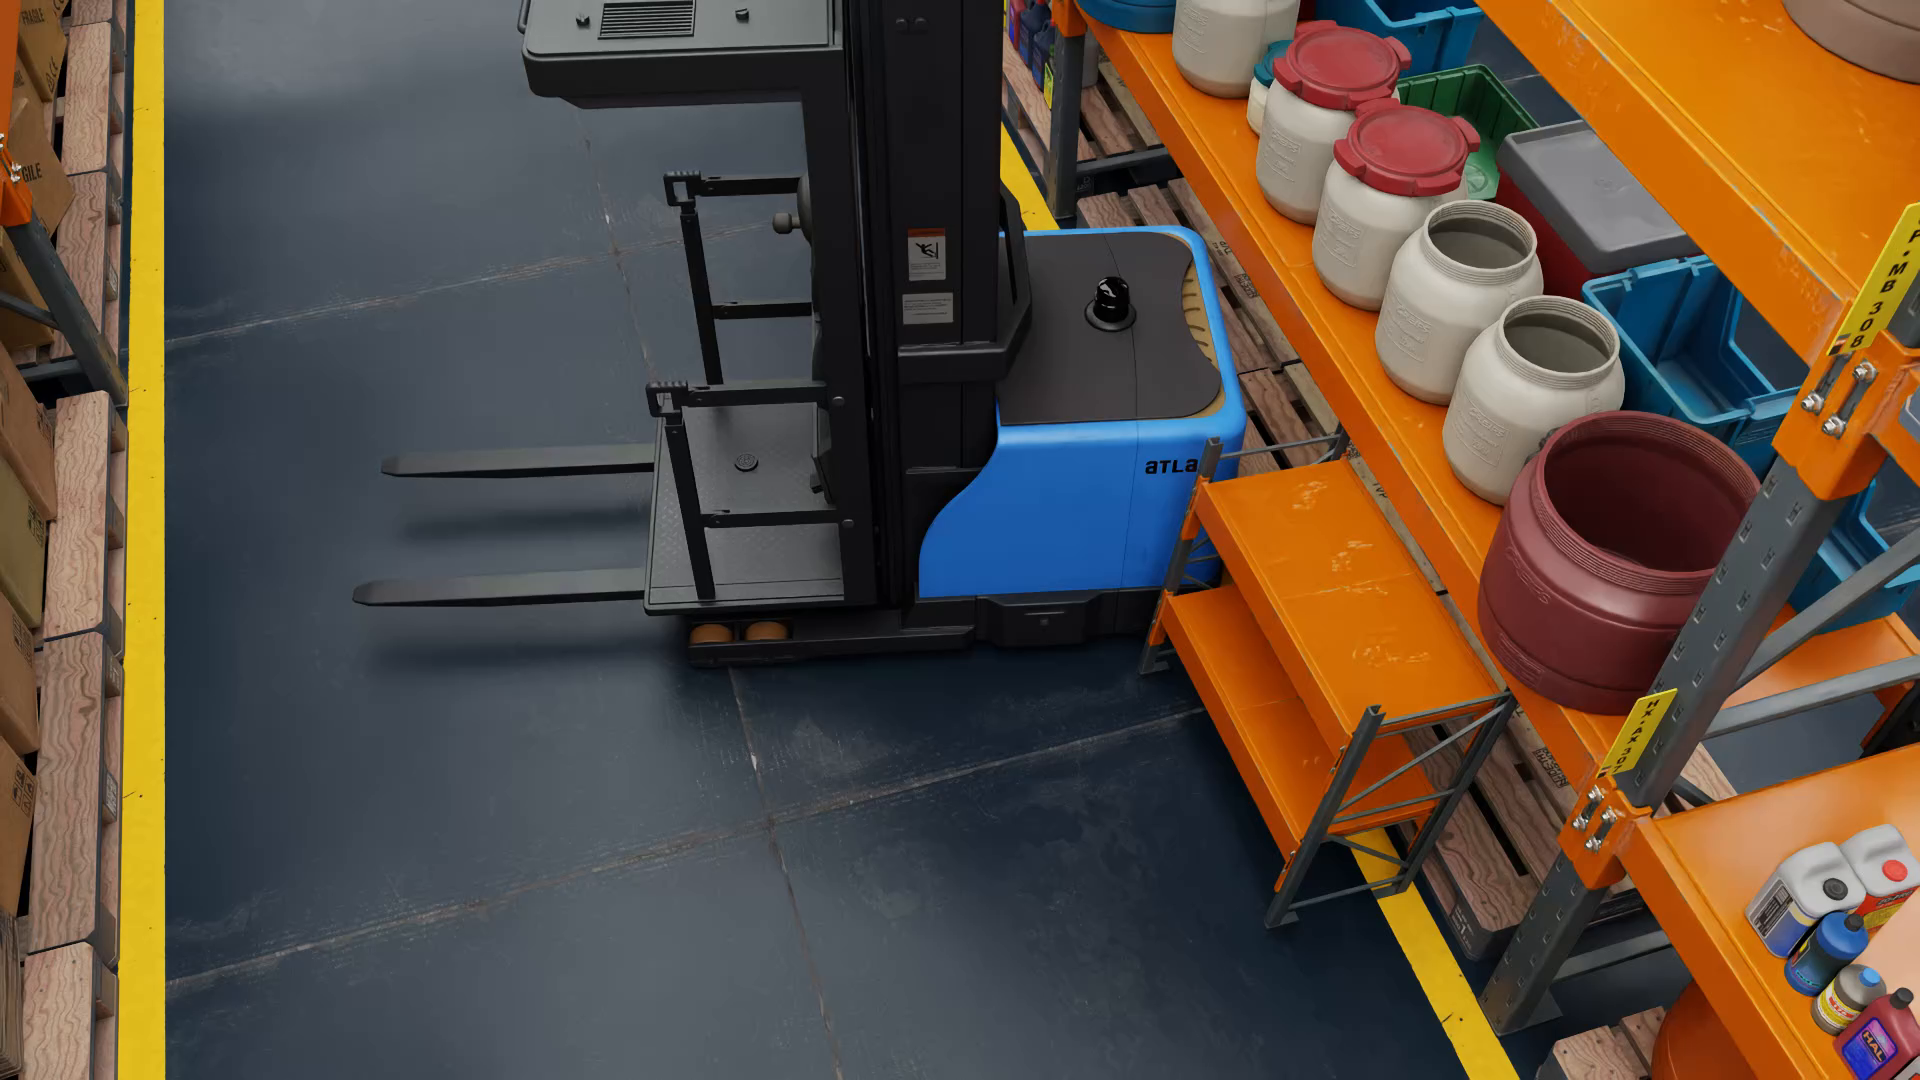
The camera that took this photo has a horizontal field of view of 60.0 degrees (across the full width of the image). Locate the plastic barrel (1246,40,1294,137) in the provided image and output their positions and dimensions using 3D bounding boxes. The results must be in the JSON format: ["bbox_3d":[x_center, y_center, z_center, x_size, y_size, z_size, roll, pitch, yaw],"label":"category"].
[{"bbox_3d":[1.131,-1.506,5.648,0.301,0.262,0.301,0,50,0],"label":"plastic barrel"}]

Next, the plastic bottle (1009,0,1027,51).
[{"bbox_3d":[0.276,-2.473,7.862,0.061,0.283,0.133,-10,51,-9],"label":"plastic bottle"}]

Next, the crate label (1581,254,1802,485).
[{"bbox_3d":[2.034,-0.429,4.627,0.502,0.435,0.616,-13,51,-11],"label":"crate label"}]

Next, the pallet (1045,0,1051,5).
[{"bbox_3d":[0.363,-3.046,8.680,1.003,0.211,1.213,-13,51,-11],"label":"pallet"}]

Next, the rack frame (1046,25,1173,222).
[{"bbox_3d":[0.886,-2.552,6.440,1.000,3.000,0.127,-13,51,-11],"label":"rack frame"}]

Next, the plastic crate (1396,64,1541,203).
[{"bbox_3d":[1.671,-1.276,5.502,0.450,0.188,0.662,-13,51,-11],"label":"plastic crate"}]

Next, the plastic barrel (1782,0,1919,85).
[{"bbox_3d":[2.034,-1.408,3.185,0.600,0.901,0.600,0,50,0],"label":"plastic barrel"}]

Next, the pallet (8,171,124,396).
[{"bbox_3d":[-4.078,-1.016,6.969,1.003,0.211,1.213,-13,51,-11],"label":"pallet"}]

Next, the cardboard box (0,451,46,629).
[{"bbox_3d":[-3.561,0.037,5.604,0.700,0.500,0.500,-14,51,-11],"label":"cardboard box"}]

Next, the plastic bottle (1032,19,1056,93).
[{"bbox_3d":[0.420,-2.245,7.626,0.144,0.351,0.185,-15,51,-12],"label":"plastic bottle"}]

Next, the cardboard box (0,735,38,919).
[{"bbox_3d":[-3.230,0.853,4.916,0.700,0.500,0.500,-9,51,-8],"label":"cardboard box"}]

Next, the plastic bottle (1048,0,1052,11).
[{"bbox_3d":[0.498,-2.413,7.816,0.152,0.276,0.135,-13,51,-11],"label":"plastic bottle"}]

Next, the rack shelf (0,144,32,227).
[{"bbox_3d":[-3.254,0.260,4.539,1.077,0.370,4.000,-13,51,-11],"label":"rack shelf"}]

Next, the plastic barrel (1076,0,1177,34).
[{"bbox_3d":[0.711,-2.363,5.952,0.600,0.901,0.708,-13,51,-11],"label":"plastic barrel"}]

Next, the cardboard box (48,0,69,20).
[{"bbox_3d":[-4.650,-2.795,8.004,0.500,0.500,0.500,-2,50,-1],"label":"cardboard box"}]

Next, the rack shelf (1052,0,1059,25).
[{"bbox_3d":[0.295,-3.781,7.946,1.077,0.370,4.000,-13,51,-11],"label":"rack shelf"}]

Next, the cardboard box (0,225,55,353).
[{"bbox_3d":[-3.925,-1.063,6.545,0.500,0.500,0.500,-15,51,-12],"label":"cardboard box"}]

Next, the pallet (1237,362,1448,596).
[{"bbox_3d":[1.520,-0.196,6.277,1.003,0.211,1.213,-13,51,-11],"label":"pallet"}]

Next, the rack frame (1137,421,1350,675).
[{"bbox_3d":[0.918,0.040,5.441,0.500,1.125,0.032,-10,50,-17],"label":"rack frame"}]

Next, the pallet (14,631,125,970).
[{"bbox_3d":[-3.249,0.927,5.330,1.003,0.211,1.213,-13,51,-11],"label":"pallet"}]

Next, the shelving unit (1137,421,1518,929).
[{"bbox_3d":[1.080,0.409,5.131,0.538,1.125,1.048,-10,50,-17],"label":"shelving unit"}]

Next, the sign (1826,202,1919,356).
[{"bbox_3d":[1.546,-0.434,2.761,0.100,0.325,0.005,-13,51,-11],"label":"sign"}]

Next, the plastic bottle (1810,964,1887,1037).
[{"bbox_3d":[1.925,0.984,3.588,0.097,0.201,0.097,0,50,0],"label":"plastic bottle"}]

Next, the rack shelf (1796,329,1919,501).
[{"bbox_3d":[2.661,1.095,1.874,1.077,0.370,4.000,-13,51,-11],"label":"rack shelf"}]

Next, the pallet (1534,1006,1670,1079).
[{"bbox_3d":[2.342,1.834,4.565,1.003,0.211,1.213,-13,51,-11],"label":"pallet"}]

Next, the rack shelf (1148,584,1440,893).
[{"bbox_3d":[1.054,0.572,5.312,0.538,0.278,1.000,-10,50,-17],"label":"rack shelf"}]

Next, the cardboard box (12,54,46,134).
[{"bbox_3d":[-4.361,-1.915,7.263,0.500,0.500,0.500,-17,52,-14],"label":"cardboard box"}]

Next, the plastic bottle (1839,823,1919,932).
[{"bbox_3d":[2.034,0.764,3.725,0.152,0.276,0.135,-13,51,-11],"label":"plastic bottle"}]

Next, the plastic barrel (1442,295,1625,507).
[{"bbox_3d":[1.561,-0.370,4.527,0.421,0.512,0.421,0,50,0],"label":"plastic barrel"}]

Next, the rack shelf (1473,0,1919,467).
[{"bbox_3d":[1.478,-1.826,4.336,1.077,0.370,4.000,-13,51,-11],"label":"rack shelf"}]

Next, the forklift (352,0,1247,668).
[{"bbox_3d":[-0.623,-0.915,5.105,3.031,2.935,1.130,-3,50,-2],"label":"forklift"}]

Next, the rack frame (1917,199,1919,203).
[{"bbox_3d":[2.069,-1.564,1.683,1.000,3.000,0.127,-13,51,-11],"label":"rack frame"}]

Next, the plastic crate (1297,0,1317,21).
[{"bbox_3d":[1.322,-2.288,6.175,0.402,0.464,0.583,-13,51,-11],"label":"plastic crate"}]

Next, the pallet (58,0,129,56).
[{"bbox_3d":[-4.799,-2.798,8.471,1.003,0.211,1.213,-13,51,-11],"label":"pallet"}]

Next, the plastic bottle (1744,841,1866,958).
[{"bbox_3d":[1.888,0.798,3.696,0.152,0.276,0.135,-13,51,-11],"label":"plastic bottle"}]

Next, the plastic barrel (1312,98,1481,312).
[{"bbox_3d":[1.305,-0.996,5.039,0.433,0.535,0.433,0,50,0],"label":"plastic barrel"}]
